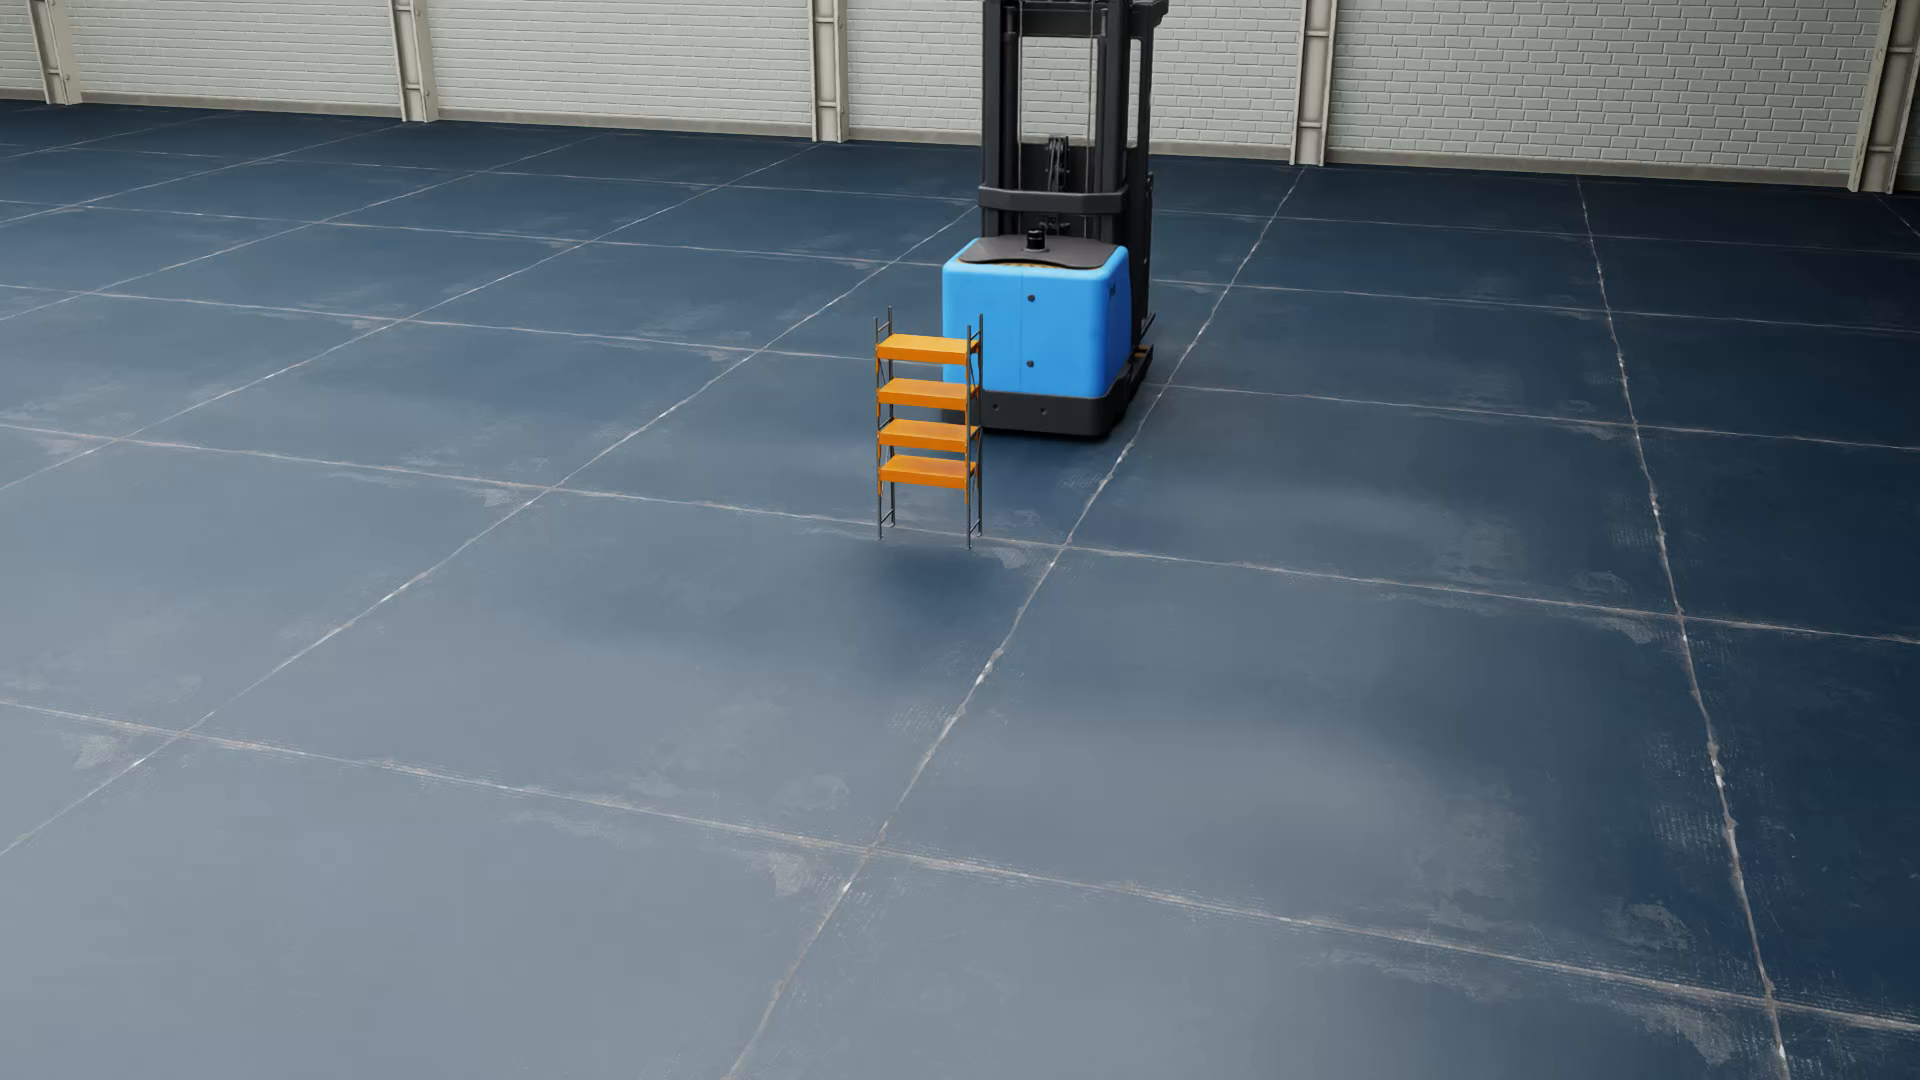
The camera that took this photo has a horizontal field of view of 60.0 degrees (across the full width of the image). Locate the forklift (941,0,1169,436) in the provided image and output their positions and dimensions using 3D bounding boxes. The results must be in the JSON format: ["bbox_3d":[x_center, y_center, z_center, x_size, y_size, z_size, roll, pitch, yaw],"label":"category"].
[{"bbox_3d":[0.741,-2.520,11.052,1.130,2.935,3.031,6,23,13],"label":"forklift"}]

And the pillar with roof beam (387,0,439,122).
[{"bbox_3d":[-8.632,-8.357,17.286,0.400,9.000,9.100,7,23,16],"label":"pillar with roof beam"}]

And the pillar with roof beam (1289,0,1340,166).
[{"bbox_3d":[2.856,-7.042,14.079,0.400,9.000,9.100,7,23,16],"label":"pillar with roof beam"}]

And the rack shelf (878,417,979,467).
[{"bbox_3d":[-0.158,-0.511,8.612,0.480,0.148,0.258,7,23,16],"label":"rack shelf"}]

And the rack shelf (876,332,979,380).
[{"bbox_3d":[-0.158,-0.937,8.437,0.480,0.148,0.258,7,23,16],"label":"rack shelf"}]

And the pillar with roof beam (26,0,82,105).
[{"bbox_3d":[-14.376,-9.015,18.889,0.400,9.000,9.100,7,23,16],"label":"pillar with roof beam"}]

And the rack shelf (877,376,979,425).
[{"bbox_3d":[-0.158,-0.718,8.527,0.480,0.148,0.258,7,23,16],"label":"rack shelf"}]

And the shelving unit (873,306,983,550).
[{"bbox_3d":[-0.158,-0.573,8.587,0.503,1.200,0.258,7,23,16],"label":"shelving unit"}]

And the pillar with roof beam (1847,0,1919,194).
[{"bbox_3d":[8.601,-6.384,12.475,0.400,9.000,9.100,7,23,16],"label":"pillar with roof beam"}]

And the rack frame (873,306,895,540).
[{"bbox_3d":[-0.392,-0.600,8.652,0.015,1.200,0.240,7,23,16],"label":"rack frame"}]

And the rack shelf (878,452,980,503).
[{"bbox_3d":[-0.158,-0.327,8.687,0.480,0.148,0.258,7,23,16],"label":"rack shelf"}]

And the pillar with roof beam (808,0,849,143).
[{"bbox_3d":[-2.888,-7.699,15.682,0.400,9.000,9.100,7,23,16],"label":"pillar with roof beam"}]

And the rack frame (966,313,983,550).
[{"bbox_3d":[0.075,-0.547,8.521,0.015,1.200,0.240,7,23,16],"label":"rack frame"}]
